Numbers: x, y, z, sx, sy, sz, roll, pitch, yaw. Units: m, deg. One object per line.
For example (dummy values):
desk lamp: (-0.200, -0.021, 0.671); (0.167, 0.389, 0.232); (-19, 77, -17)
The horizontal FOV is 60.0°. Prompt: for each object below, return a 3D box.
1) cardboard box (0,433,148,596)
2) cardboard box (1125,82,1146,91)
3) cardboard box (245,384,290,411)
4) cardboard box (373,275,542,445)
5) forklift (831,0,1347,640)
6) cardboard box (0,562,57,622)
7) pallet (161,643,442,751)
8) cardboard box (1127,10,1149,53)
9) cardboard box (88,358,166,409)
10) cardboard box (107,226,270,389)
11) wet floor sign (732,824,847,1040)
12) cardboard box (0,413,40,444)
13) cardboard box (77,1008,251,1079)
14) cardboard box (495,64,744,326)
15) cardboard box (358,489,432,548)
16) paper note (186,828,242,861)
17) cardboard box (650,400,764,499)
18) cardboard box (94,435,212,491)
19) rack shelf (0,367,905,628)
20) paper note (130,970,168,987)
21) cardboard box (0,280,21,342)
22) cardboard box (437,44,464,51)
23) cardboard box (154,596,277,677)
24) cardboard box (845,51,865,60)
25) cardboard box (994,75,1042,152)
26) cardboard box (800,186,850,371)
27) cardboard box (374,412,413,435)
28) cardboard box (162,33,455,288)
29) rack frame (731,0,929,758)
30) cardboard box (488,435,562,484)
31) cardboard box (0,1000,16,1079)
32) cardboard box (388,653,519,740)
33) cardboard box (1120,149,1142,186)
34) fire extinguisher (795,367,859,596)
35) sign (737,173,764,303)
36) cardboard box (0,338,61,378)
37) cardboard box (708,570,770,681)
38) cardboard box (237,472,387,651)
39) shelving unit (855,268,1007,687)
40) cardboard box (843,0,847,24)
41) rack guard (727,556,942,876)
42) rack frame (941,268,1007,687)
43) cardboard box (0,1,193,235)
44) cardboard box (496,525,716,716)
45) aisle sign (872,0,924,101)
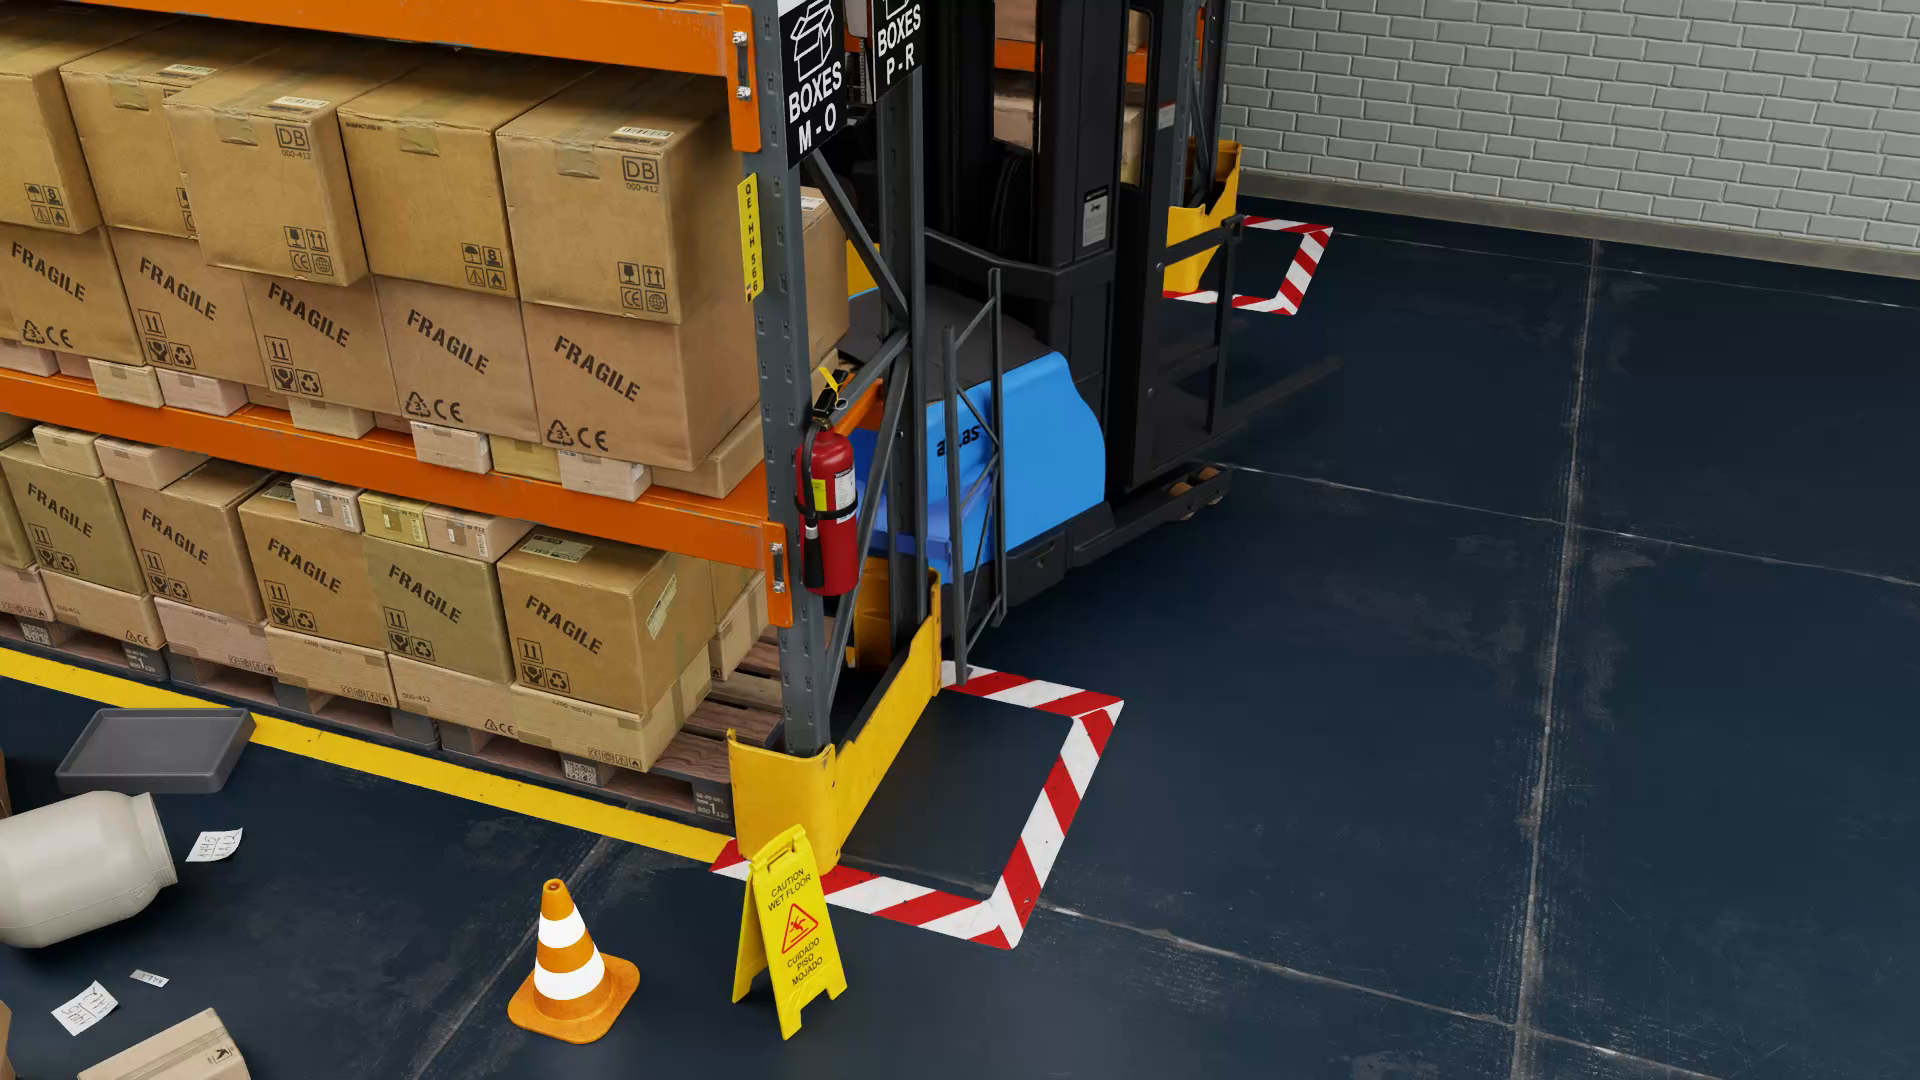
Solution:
cardboard box: (-3.133, -0.178, 6.217); (0.500, 0.500, 0.500); (12, 35, 18)
cardboard box: (0.943, -2.609, 9.751); (0.500, 0.250, 0.500); (10, 34, 16)
cardboard box: (-2.196, -0.591, 5.631); (0.250, 0.149, 0.380); (11, 34, 16)
cardboard box: (-1.413, -0.667, 5.151); (0.500, 0.500, 0.500); (11, 34, 17)
forklift: (0.581, -1.503, 6.876); (3.031, 2.935, 1.130); (-27, 41, -35)
cardboard box: (-3.641, 0.045, 6.562); (0.500, 0.250, 0.500); (9, 34, 14)
pallet: (-2.309, 0.319, 6.561); (1.213, 0.211, 1.003); (11, 34, 16)
cardboard box: (0.780, -2.981, 9.009); (0.500, 0.500, 0.500); (10, 34, 15)
cardboard box: (-2.716, -0.614, 5.666); (0.250, 0.149, 0.380); (11, 34, 17)
cardboard box: (-2.354, -0.863, 5.454); (0.500, 0.500, 0.500); (11, 35, 17)
wet floor sign: (-0.522, 1.123, 4.916); (0.232, 0.644, 0.267); (24, 40, 32)
cardboard box: (-3.543, -0.489, 6.100); (0.250, 0.149, 0.380); (11, 35, 17)
cardboard box: (-2.254, 1.542, 4.725); (0.380, 0.149, 0.250); (-25, 40, -33)
cardboard box: (-0.894, -1.016, 4.771); (0.500, 0.500, 0.700); (10, 34, 15)
cardboard box: (-1.785, -0.150, 5.576); (0.250, 0.149, 0.380); (12, 35, 17)
paper note: (-2.521, 1.030, 5.627); (0.148, 0.019, 0.142); (0, 33, 0)
cardboard box: (-0.764, -0.301, 5.183); (0.250, 0.149, 0.380); (12, 35, 18)
cardboard box: (-2.804, -0.348, 5.882); (0.250, 0.149, 0.380); (13, 35, 19)
rack shelf: (-2.222, -0.511, 5.940); (4.000, 0.370, 1.077); (11, 34, 16)
paper note: (-2.507, 1.355, 5.142); (0.123, 0.001, 0.032); (11, 34, 16)
cardboard box: (-3.304, -1.044, 5.734); (0.500, 0.500, 0.500); (11, 34, 16)
cardboard box: (-2.929, -2.983, 10.907); (0.625, 0.625, 0.875); (13, 35, 19)
cardboard box: (-2.634, 0.233, 6.272); (0.500, 0.250, 0.500); (11, 34, 16)
cardboard box: (-0.476, -2.892, 10.191); (0.500, 0.250, 0.500); (10, 34, 16)
cardboard box: (0.310, -2.439, 9.489); (0.500, 0.250, 0.500); (12, 35, 17)
cardboard box: (-0.692, -0.843, 5.423); (0.500, 0.500, 0.500); (10, 34, 16)
cardboard box: (-1.720, -0.499, 5.489); (0.250, 0.149, 0.380); (11, 35, 17)
cardboard box: (-1.883, -1.154, 4.983); (0.500, 0.500, 0.700); (11, 34, 16)
rack frame: (-0.340, -0.447, 5.178); (0.127, 3.000, 1.000); (11, 34, 16)
cardboard box: (-1.274, -0.349, 5.256); (0.250, 0.149, 0.380); (10, 34, 16)
cardboard box: (-2.847, 1.573, 4.350); (0.637, 0.503, 0.797); (-11, 35, -17)
cardboard box: (-1.676, 0.422, 5.979); (0.500, 0.250, 0.500); (11, 34, 17)
cardboard box: (0.768, -2.143, 9.491); (0.500, 0.250, 0.500); (11, 34, 16)
fire extinguisher: (-0.387, -0.159, 4.802); (0.183, 0.674, 0.296); (11, 34, 16)
sign: (-0.546, -0.787, 4.345); (0.005, 0.325, 0.100); (11, 34, 16)
cardboard box: (-3.180, -0.737, 5.857); (0.250, 0.149, 0.380); (12, 35, 18)
cardboard box: (-1.006, 0.242, 6.257); (0.500, 0.250, 0.500); (11, 34, 16)
cardboard box: (-2.147, 0.013, 5.921); (0.500, 0.500, 0.500); (10, 34, 15)
shelving unit: (-0.413, -0.289, 6.224); (1.048, 1.500, 0.538); (10, 36, 18)
cardboard box: (-0.665, -3.260, 9.442); (0.500, 0.500, 0.500); (11, 35, 17)
rack guard: (-0.411, 0.589, 5.877); (0.348, 0.500, 1.175); (11, 34, 16)
rack frame: (0.063, -0.201, 6.068); (0.032, 1.500, 0.500); (10, 36, 18)
cardboard box: (-2.827, -1.365, 5.310); (0.500, 0.500, 0.700); (10, 34, 15)
cardboard box: (-1.182, 0.203, 5.627); (0.500, 0.500, 0.500); (11, 35, 17)
aisle sign: (-0.177, -1.687, 4.700); (0.004, 0.787, 0.394); (11, 34, 16)
